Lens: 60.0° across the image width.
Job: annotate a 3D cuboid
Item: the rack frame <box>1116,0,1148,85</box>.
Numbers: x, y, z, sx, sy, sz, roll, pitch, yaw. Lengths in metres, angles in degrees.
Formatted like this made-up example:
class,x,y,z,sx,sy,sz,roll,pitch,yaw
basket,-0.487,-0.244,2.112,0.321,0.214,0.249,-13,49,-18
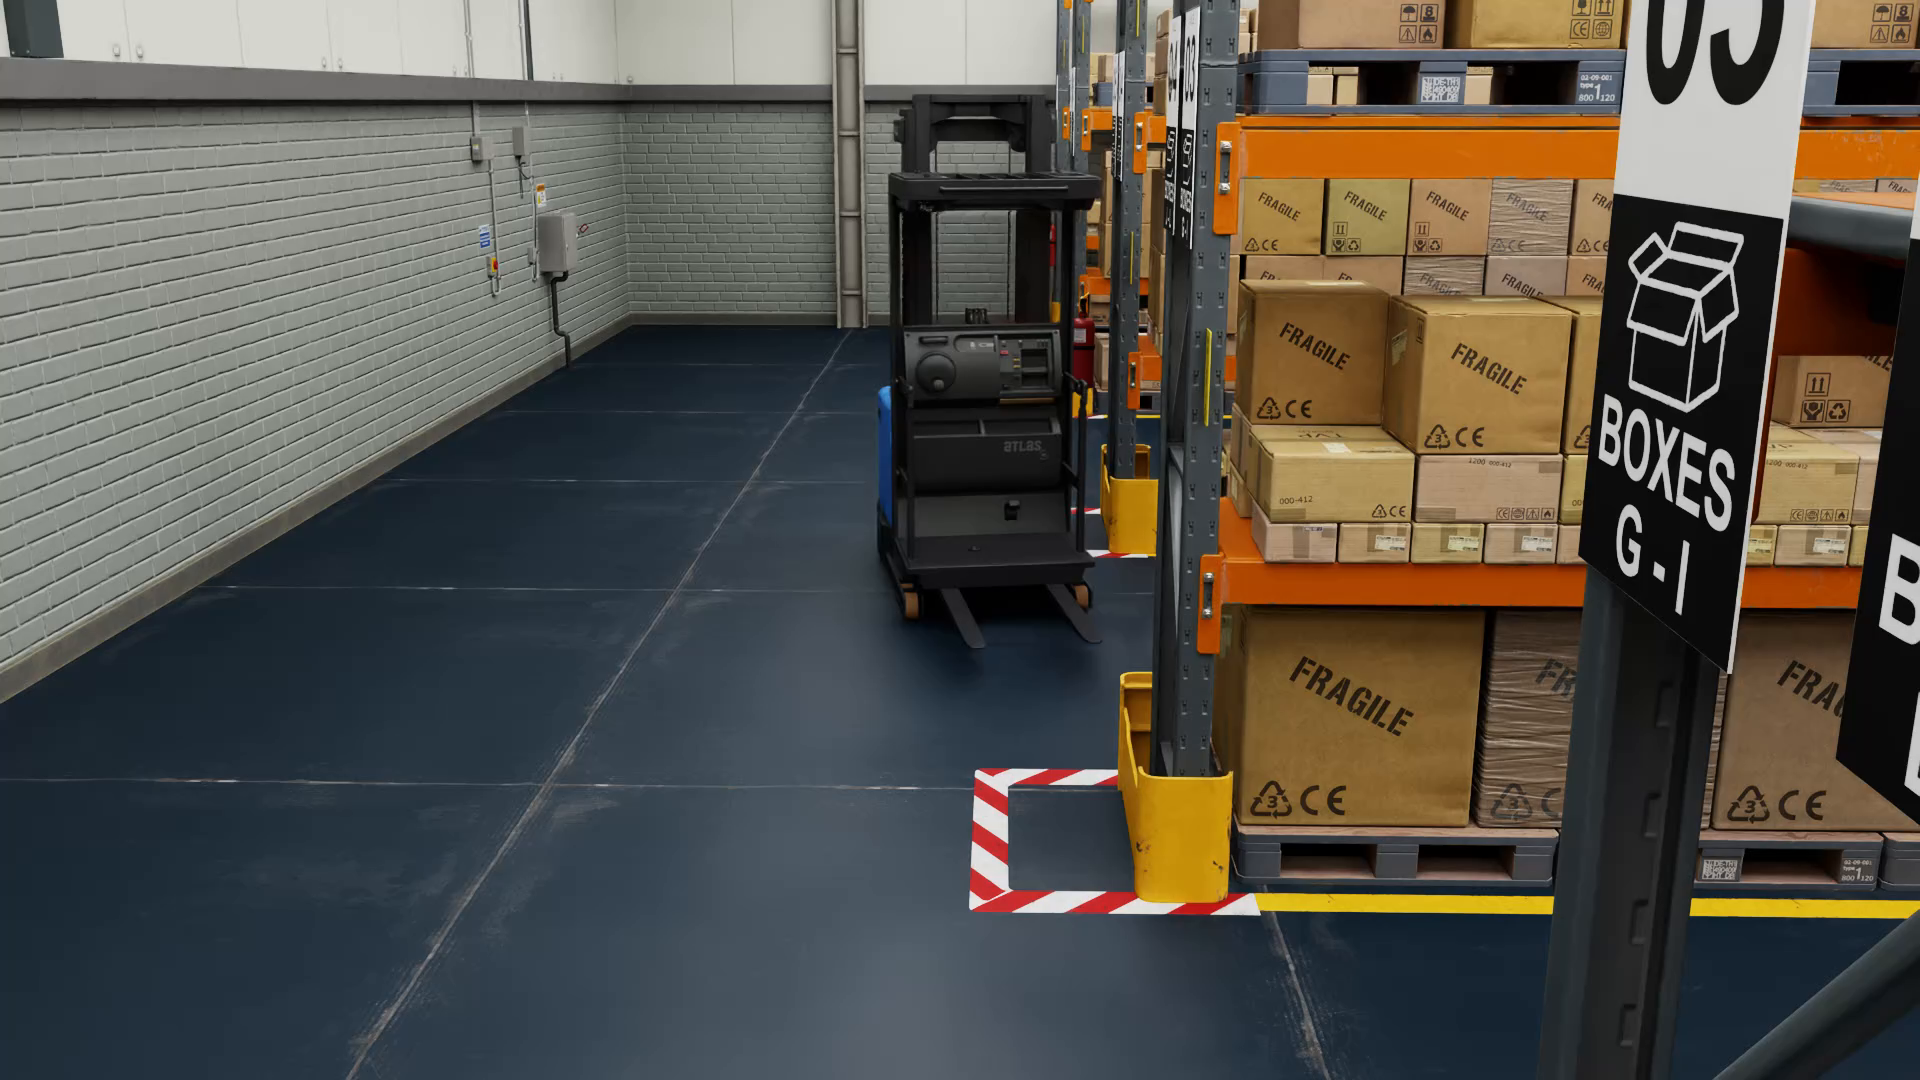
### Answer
class,x,y,z,sx,sy,sz,roll,pitch,yaw
rack frame,1.100,-4.409,10.412,0.127,3.000,1.000,0,15,1

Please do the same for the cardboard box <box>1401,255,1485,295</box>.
class,x,y,z,sx,sy,sz,roll,pitch,yaw
cardboard box,3.077,-1.622,10.829,0.500,0.500,0.500,0,15,0

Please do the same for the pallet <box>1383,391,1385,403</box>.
class,x,y,z,sx,sy,sz,roll,pitch,yaw
pallet,4.366,-1.422,16.316,1.213,0.211,1.003,0,15,1

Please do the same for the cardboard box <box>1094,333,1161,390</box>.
class,x,y,z,sx,sy,sz,roll,pitch,yaw
cardboard box,1.788,-1.757,16.319,0.875,0.438,0.875,0,15,0

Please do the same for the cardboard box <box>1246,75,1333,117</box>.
class,x,y,z,sx,sy,sz,roll,pitch,yaw
cardboard box,2.069,-2.814,10.539,0.500,0.250,0.500,1,15,3

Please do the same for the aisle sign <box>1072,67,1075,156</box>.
class,x,y,z,sx,sy,sz,roll,pitch,yaw
aisle sign,1.046,-3.955,15.355,0.004,0.787,0.394,0,15,1

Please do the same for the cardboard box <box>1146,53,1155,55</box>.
class,x,y,z,sx,sy,sz,roll,pitch,yaw
cardboard box,2.194,-5.726,20.013,0.500,0.250,0.500,0,15,1

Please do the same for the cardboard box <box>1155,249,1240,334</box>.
class,x,y,z,sx,sy,sz,roll,pitch,yaw
cardboard box,1.542,-1.627,10.849,0.500,0.500,0.500,1,15,4

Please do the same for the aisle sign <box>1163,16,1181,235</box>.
class,x,y,z,sx,sy,sz,roll,pitch,yaw
aisle sign,0.808,-1.578,6.346,0.004,0.787,0.394,0,15,1

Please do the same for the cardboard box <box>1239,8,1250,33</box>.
class,x,y,z,sx,sy,sz,roll,pitch,yaw
cardboard box,1.672,-3.254,10.448,0.250,0.149,0.380,1,15,4

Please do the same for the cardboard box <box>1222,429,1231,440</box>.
class,x,y,z,sx,sy,sz,roll,pitch,yaw
cardboard box,1.886,-0.666,11.582,0.250,0.149,0.380,1,15,3

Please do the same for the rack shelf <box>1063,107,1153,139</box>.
class,x,y,z,sx,sy,sz,roll,pitch,yaw
rack shelf,3.248,-5.127,20.423,4.000,0.370,1.077,0,15,1

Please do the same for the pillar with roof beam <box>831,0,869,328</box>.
class,x,y,z,sx,sy,sz,roll,pitch,yaw
pillar with roof beam,-1.534,-6.088,16.774,0.400,9.000,9.100,0,15,1

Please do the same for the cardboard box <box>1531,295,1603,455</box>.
class,x,y,z,sx,sy,sz,roll,pitch,yaw
cardboard box,2.363,-0.601,5.979,0.500,0.500,0.500,0,15,0

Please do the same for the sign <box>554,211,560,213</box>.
class,x,y,z,sx,sy,sz,roll,pitch,yaw
sign,-4.507,-3.418,18.603,0.001,0.494,0.329,0,15,1

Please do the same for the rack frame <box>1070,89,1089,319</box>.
class,x,y,z,sx,sy,sz,roll,pitch,yaw
rack frame,1.126,-2.772,15.965,0.127,3.000,1.000,0,15,1

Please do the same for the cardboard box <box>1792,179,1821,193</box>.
class,x,y,z,sx,sy,sz,roll,pitch,yaw
cardboard box,7.590,-3.194,15.410,0.500,0.500,0.500,0,15,1

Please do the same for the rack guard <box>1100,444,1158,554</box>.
class,x,y,z,sx,sy,sz,roll,pitch,yaw
rack guard,1.176,-0.299,11.495,0.348,0.500,1.175,0,15,1

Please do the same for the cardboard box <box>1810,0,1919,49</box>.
class,x,y,z,sx,sy,sz,roll,pitch,yaw
cardboard box,3.031,-2.002,5.954,0.500,0.500,0.700,1,15,4

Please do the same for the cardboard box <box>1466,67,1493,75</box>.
class,x,y,z,sx,sy,sz,roll,pitch,yaw
cardboard box,3.065,-3.047,10.441,0.500,0.250,0.500,0,15,-1

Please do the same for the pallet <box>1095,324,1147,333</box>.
class,x,y,z,sx,sy,sz,roll,pitch,yaw
pallet,2.122,-2.683,21.098,1.213,0.211,1.003,0,15,1

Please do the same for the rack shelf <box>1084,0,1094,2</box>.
class,x,y,z,sx,sy,sz,roll,pitch,yaw
rack shelf,3.125,-5.118,15.293,4.000,0.370,1.077,0,15,1

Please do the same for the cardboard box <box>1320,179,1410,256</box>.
class,x,y,z,sx,sy,sz,roll,pitch,yaw
cardboard box,2.566,-2.103,10.691,0.500,0.500,0.500,0,15,0

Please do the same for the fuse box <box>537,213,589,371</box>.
class,x,y,z,sx,sy,sz,roll,pitch,yaw
fuse box,-4.312,-2.714,18.273,0.414,1.711,0.539,0,15,1

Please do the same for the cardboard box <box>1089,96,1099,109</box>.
class,x,y,z,sx,sy,sz,roll,pitch,yaw
cardboard box,1.561,-5.305,20.180,0.250,0.149,0.380,1,15,3

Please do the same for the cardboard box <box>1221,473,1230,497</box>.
class,x,y,z,sx,sy,sz,roll,pitch,yaw
cardboard box,1.890,-0.392,11.127,0.250,0.149,0.380,0,15,1

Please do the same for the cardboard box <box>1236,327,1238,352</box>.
class,x,y,z,sx,sy,sz,roll,pitch,yaw
cardboard box,1.939,-1.295,10.860,0.250,0.149,0.380,0,15,0

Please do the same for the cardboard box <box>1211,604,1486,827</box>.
class,x,y,z,sx,sy,sz,roll,pitch,yaw
cardboard box,1.514,0.564,6.665,0.875,0.875,0.875,0,15,1

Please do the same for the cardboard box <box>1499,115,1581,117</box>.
class,x,y,z,sx,sy,sz,roll,pitch,yaw
cardboard box,3.595,-2.804,10.502,0.500,0.250,0.500,0,15,1

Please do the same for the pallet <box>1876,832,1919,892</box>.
class,x,y,z,sx,sy,sz,roll,pitch,yaw
pallet,4.113,1.105,6.737,1.213,0.211,1.003,0,15,1

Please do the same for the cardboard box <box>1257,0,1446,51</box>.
class,x,y,z,sx,sy,sz,roll,pitch,yaw
cardboard box,1.394,-2.005,5.963,0.500,0.500,0.700,-1,15,-2

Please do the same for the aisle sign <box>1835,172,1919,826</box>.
class,x,y,z,sx,sy,sz,roll,pitch,yaw
aisle sign,0.666,-0.163,0.981,0.004,0.787,0.394,0,15,1

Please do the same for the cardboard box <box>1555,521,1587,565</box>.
class,x,y,z,sx,sy,sz,roll,pitch,yaw
cardboard box,2.246,-0.030,6.067,0.250,0.149,0.380,0,15,0

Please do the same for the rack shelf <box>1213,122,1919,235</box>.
class,x,y,z,sx,sy,sz,roll,pitch,yaw
rack shelf,2.872,-1.334,6.046,4.000,0.370,1.077,0,15,1

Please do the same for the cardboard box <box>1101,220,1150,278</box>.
class,x,y,z,sx,sy,sz,roll,pitch,yaw
cardboard box,1.598,-2.744,15.663,0.500,0.500,0.500,0,15,1

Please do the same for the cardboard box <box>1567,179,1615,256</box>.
class,x,y,z,sx,sy,sz,roll,pitch,yaw
cardboard box,4.105,-2.094,10.658,0.500,0.500,0.500,0,15,0

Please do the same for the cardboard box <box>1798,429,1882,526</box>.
class,x,y,z,sx,sy,sz,roll,pitch,yaw
cardboard box,3.395,-0.232,6.048,0.500,0.250,0.500,1,15,3

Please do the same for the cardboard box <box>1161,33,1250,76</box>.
class,x,y,z,sx,sy,sz,roll,pitch,yaw
cardboard box,1.542,-3.059,10.488,0.500,0.250,0.500,1,15,2

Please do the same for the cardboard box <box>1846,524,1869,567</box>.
class,x,y,z,sx,sy,sz,roll,pitch,yaw
cardboard box,3.273,-0.023,6.041,0.250,0.149,0.380,0,15,1

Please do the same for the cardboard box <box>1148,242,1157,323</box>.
class,x,y,z,sx,sy,sz,roll,pitch,yaw
cardboard box,1.556,-1.763,11.365,0.500,0.500,0.500,1,15,3

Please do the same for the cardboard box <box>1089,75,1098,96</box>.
class,x,y,z,sx,sy,sz,roll,pitch,yaw
cardboard box,1.685,-5.486,20.086,0.500,0.250,0.500,0,15,1

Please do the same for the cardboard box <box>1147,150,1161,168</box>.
class,x,y,z,sx,sy,sz,roll,pitch,yaw
cardboard box,1.737,-3.560,15.528,0.250,0.149,0.380,1,15,3

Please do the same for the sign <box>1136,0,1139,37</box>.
class,x,y,z,sx,sy,sz,roll,pitch,yaw
sign,1.086,-3.243,10.159,0.005,0.325,0.100,0,15,1

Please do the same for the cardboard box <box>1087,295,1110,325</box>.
class,x,y,z,sx,sy,sz,roll,pitch,yaw
cardboard box,1.858,-3.005,20.921,0.637,0.503,0.797,0,15,-1

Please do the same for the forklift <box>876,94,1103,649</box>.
class,x,y,z,sx,sy,sz,roll,pitch,yaw
forklift,0.169,-1.050,9.574,1.130,2.935,3.031,-2,15,-8

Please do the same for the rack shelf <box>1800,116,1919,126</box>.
class,x,y,z,sx,sy,sz,roll,pitch,yaw
rack shelf,7.098,-2.572,10.739,4.000,0.370,1.077,0,15,1

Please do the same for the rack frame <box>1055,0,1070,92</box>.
class,x,y,z,sx,sy,sz,roll,pitch,yaw
rack frame,1.249,-6.938,19.998,0.127,3.000,1.000,0,15,1

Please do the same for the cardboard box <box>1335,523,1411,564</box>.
class,x,y,z,sx,sy,sz,roll,pitch,yaw
cardboard box,1.475,-0.035,6.085,0.250,0.149,0.380,0,15,1

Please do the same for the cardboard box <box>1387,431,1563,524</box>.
class,x,y,z,sx,sy,sz,roll,pitch,yaw
cardboard box,1.865,-0.242,6.088,0.500,0.250,0.500,0,15,1

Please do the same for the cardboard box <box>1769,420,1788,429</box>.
class,x,y,z,sx,sy,sz,roll,pitch,yaw
cardboard box,2.900,-0.371,6.577,0.500,0.250,0.500,0,15,2

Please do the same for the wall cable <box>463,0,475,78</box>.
class,x,y,z,sx,sy,sz,roll,pitch,yaw
wall cable,-4.568,-5.637,15.068,0.029,3.000,0.463,0,15,1

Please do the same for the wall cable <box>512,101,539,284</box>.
class,x,y,z,sx,sy,sz,roll,pitch,yaw
wall cable,-4.487,-3.655,17.323,0.122,1.984,0.588,0,15,1
